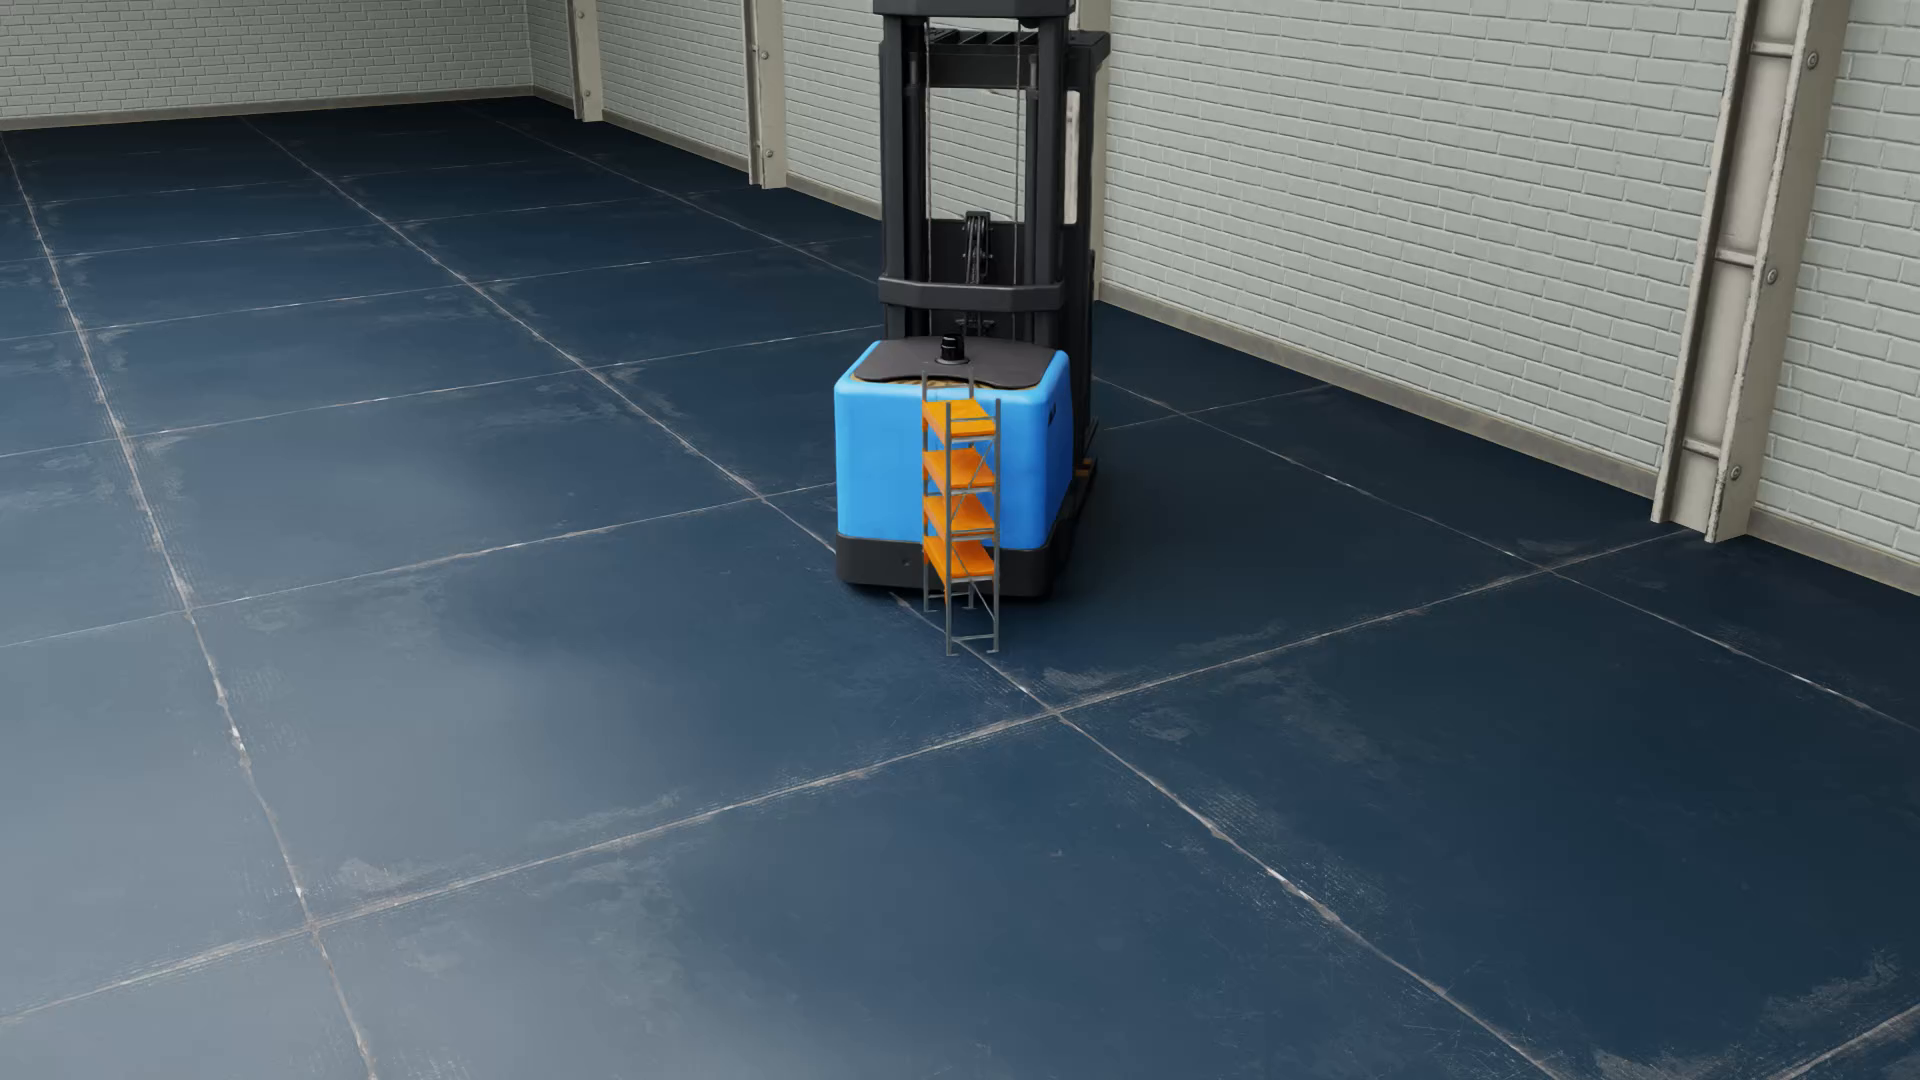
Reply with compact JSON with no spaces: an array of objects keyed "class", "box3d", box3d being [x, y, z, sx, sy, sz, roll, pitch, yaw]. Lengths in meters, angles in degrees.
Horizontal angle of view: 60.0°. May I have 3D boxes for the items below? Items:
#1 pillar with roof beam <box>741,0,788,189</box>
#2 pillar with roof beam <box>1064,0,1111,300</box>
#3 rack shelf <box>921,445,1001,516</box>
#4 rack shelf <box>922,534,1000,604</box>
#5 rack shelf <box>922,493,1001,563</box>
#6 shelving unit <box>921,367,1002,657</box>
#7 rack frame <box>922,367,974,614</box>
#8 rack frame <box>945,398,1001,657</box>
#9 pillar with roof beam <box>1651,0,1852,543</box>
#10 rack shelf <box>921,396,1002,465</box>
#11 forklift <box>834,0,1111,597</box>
[{"class":"pillar with roof beam","box3d":[-5.830,-7.301,14.822,9.100,9.000,0.400,-13,25,-28]},{"class":"pillar with roof beam","box3d":[-2.765,-5.358,10.044,9.100,9.000,0.400,-13,25,-28]},{"class":"rack shelf","box3d":[0.001,-0.273,7.473,0.258,0.148,0.480,-5,23,-12]},{"class":"rack shelf","box3d":[0.001,0.119,7.632,0.258,0.148,0.480,-5,23,-12]},{"class":"rack shelf","box3d":[0.001,-0.065,7.558,0.258,0.148,0.480,-5,23,-12]},{"class":"shelving unit","box3d":[0.001,-0.128,7.532,0.258,1.200,0.503,-5,23,-12]},{"class":"rack frame","box3d":[-0.054,-0.217,7.752,0.240,1.200,0.015,-5,23,-12]},{"class":"rack frame","box3d":[0.056,-0.038,7.312,0.240,1.200,0.015,-5,23,-12]},{"class":"pillar with roof beam","box3d":[0.300,-3.416,5.265,9.100,9.000,0.400,-13,25,-28]},{"class":"rack shelf","box3d":[0.001,-0.492,7.384,0.258,0.148,0.480,-5,23,-12]},{"class":"forklift","box3d":[0.183,-1.609,8.877,1.130,2.935,3.031,4,23,10]}]
